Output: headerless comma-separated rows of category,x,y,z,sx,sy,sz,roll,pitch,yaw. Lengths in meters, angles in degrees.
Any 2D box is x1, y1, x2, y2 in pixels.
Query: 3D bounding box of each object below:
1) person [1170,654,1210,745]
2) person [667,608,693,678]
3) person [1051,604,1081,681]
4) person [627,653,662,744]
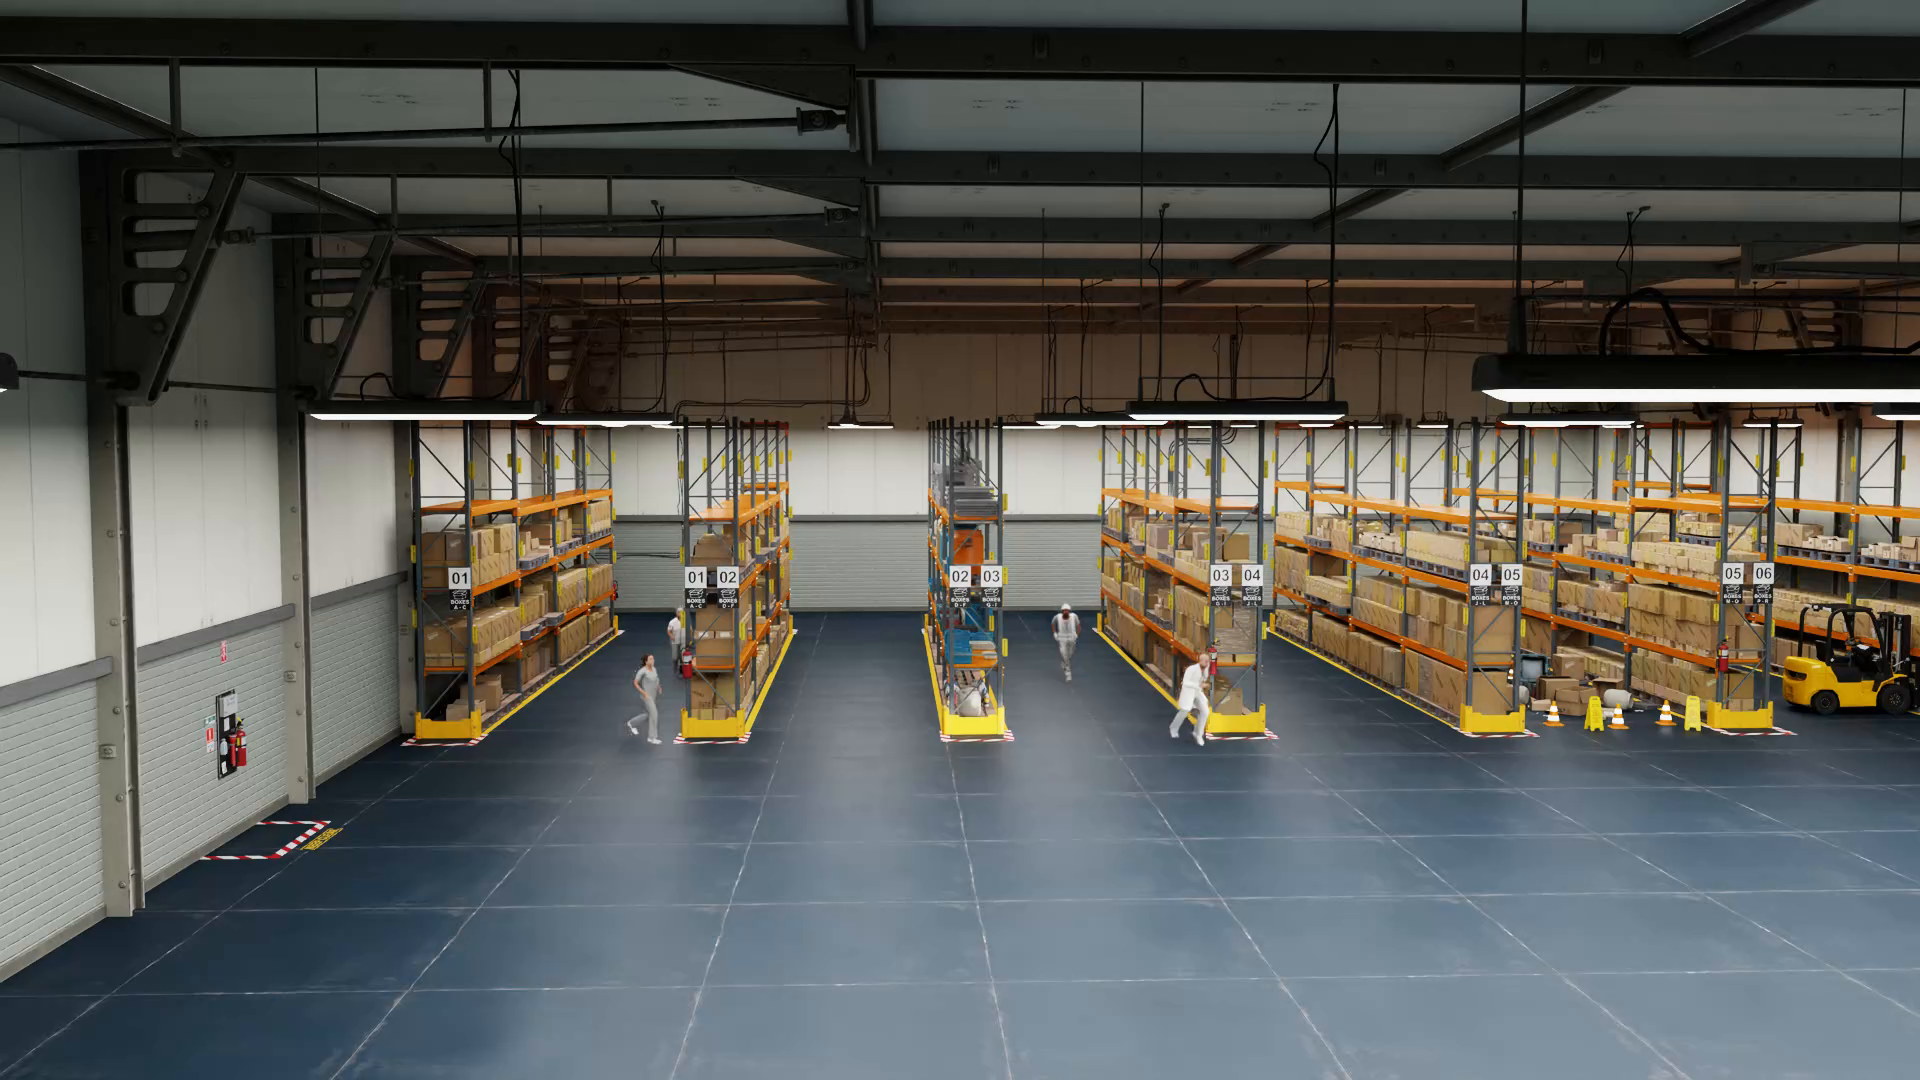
person,4.278,2.916,30.590,0.750,1.728,1.000,-3,5,-36
person,-6.511,2.388,38.707,0.595,1.622,0.561,-1,4,-11
person,2.454,2.342,38.619,0.679,1.771,1.073,0,4,-6
person,-5.826,2.906,30.639,0.765,1.678,0.565,2,4,25
